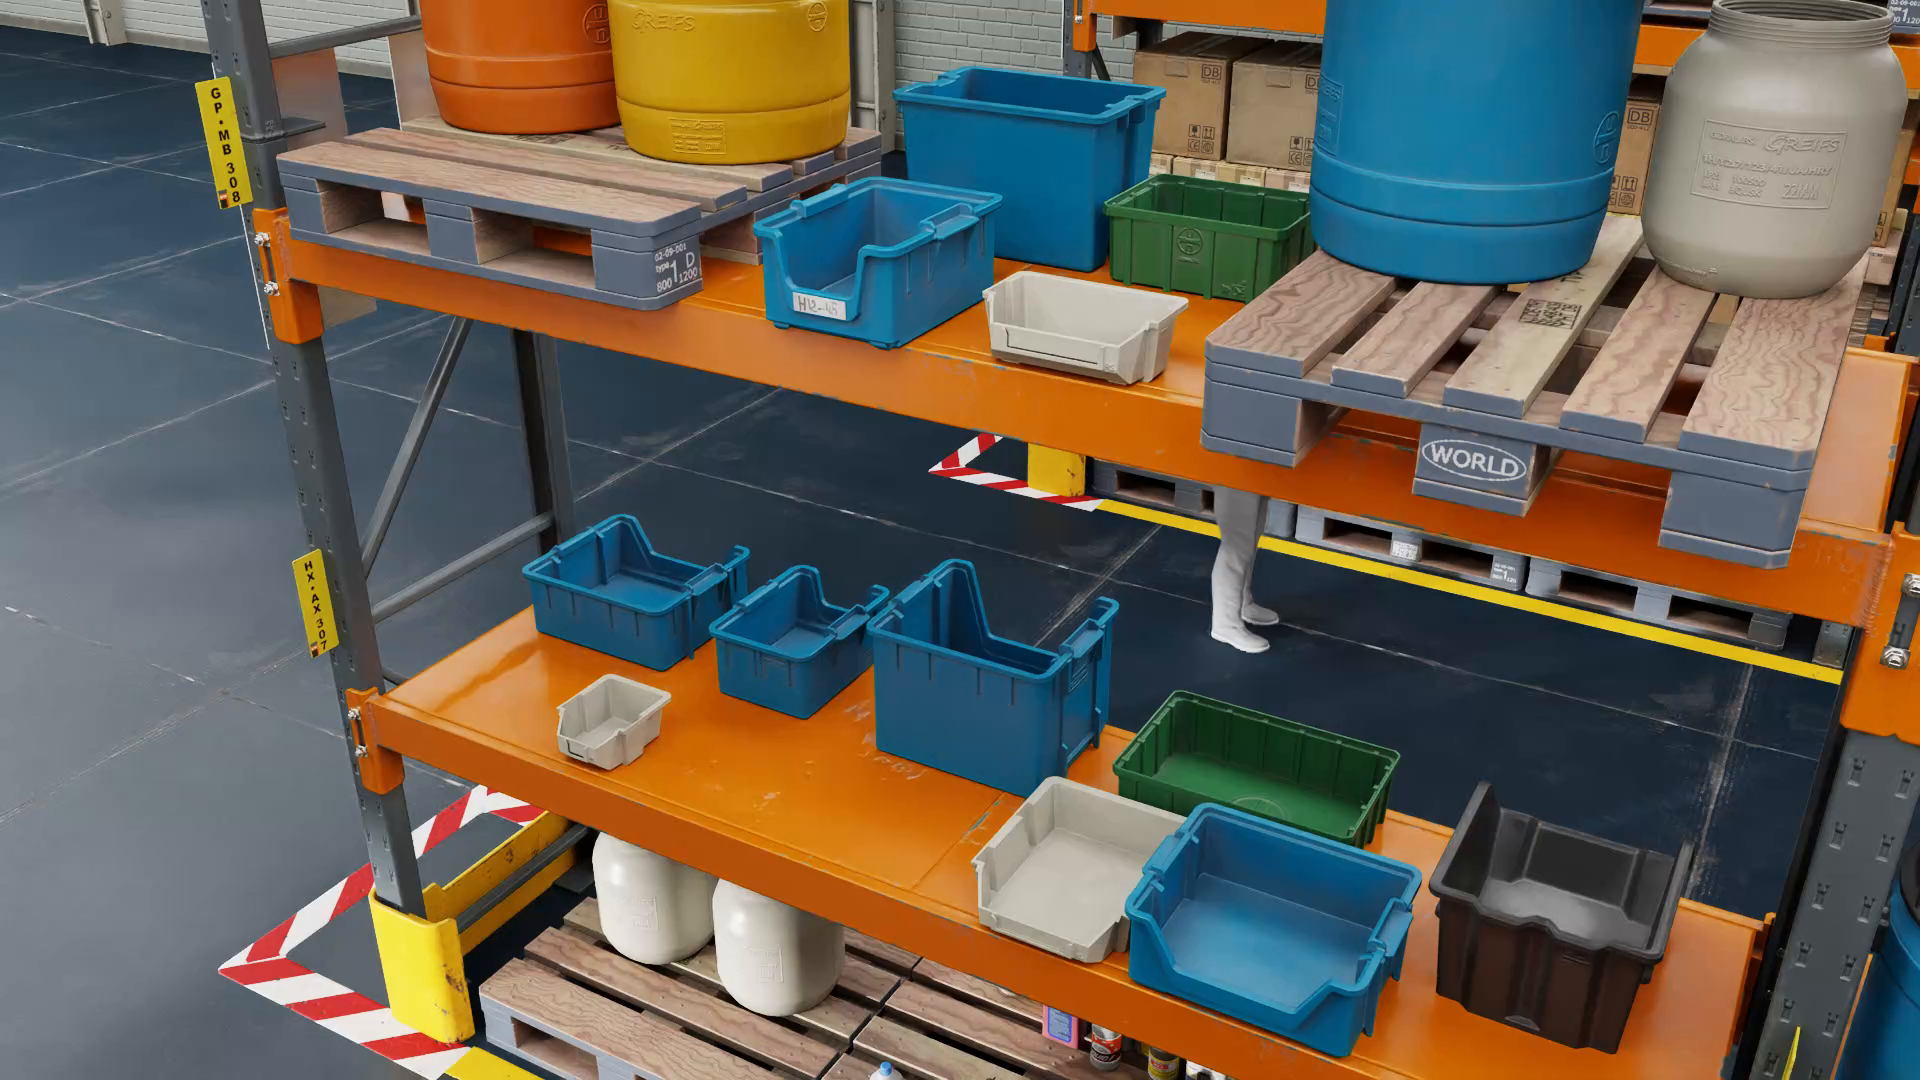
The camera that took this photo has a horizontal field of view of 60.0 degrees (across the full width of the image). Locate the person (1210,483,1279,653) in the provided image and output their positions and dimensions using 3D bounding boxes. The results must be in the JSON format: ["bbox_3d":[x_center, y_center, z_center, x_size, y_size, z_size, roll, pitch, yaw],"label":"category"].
[{"bbox_3d":[1.373,-0.345,7.756,0.511,1.703,0.488,14,30,26],"label":"person"}]
